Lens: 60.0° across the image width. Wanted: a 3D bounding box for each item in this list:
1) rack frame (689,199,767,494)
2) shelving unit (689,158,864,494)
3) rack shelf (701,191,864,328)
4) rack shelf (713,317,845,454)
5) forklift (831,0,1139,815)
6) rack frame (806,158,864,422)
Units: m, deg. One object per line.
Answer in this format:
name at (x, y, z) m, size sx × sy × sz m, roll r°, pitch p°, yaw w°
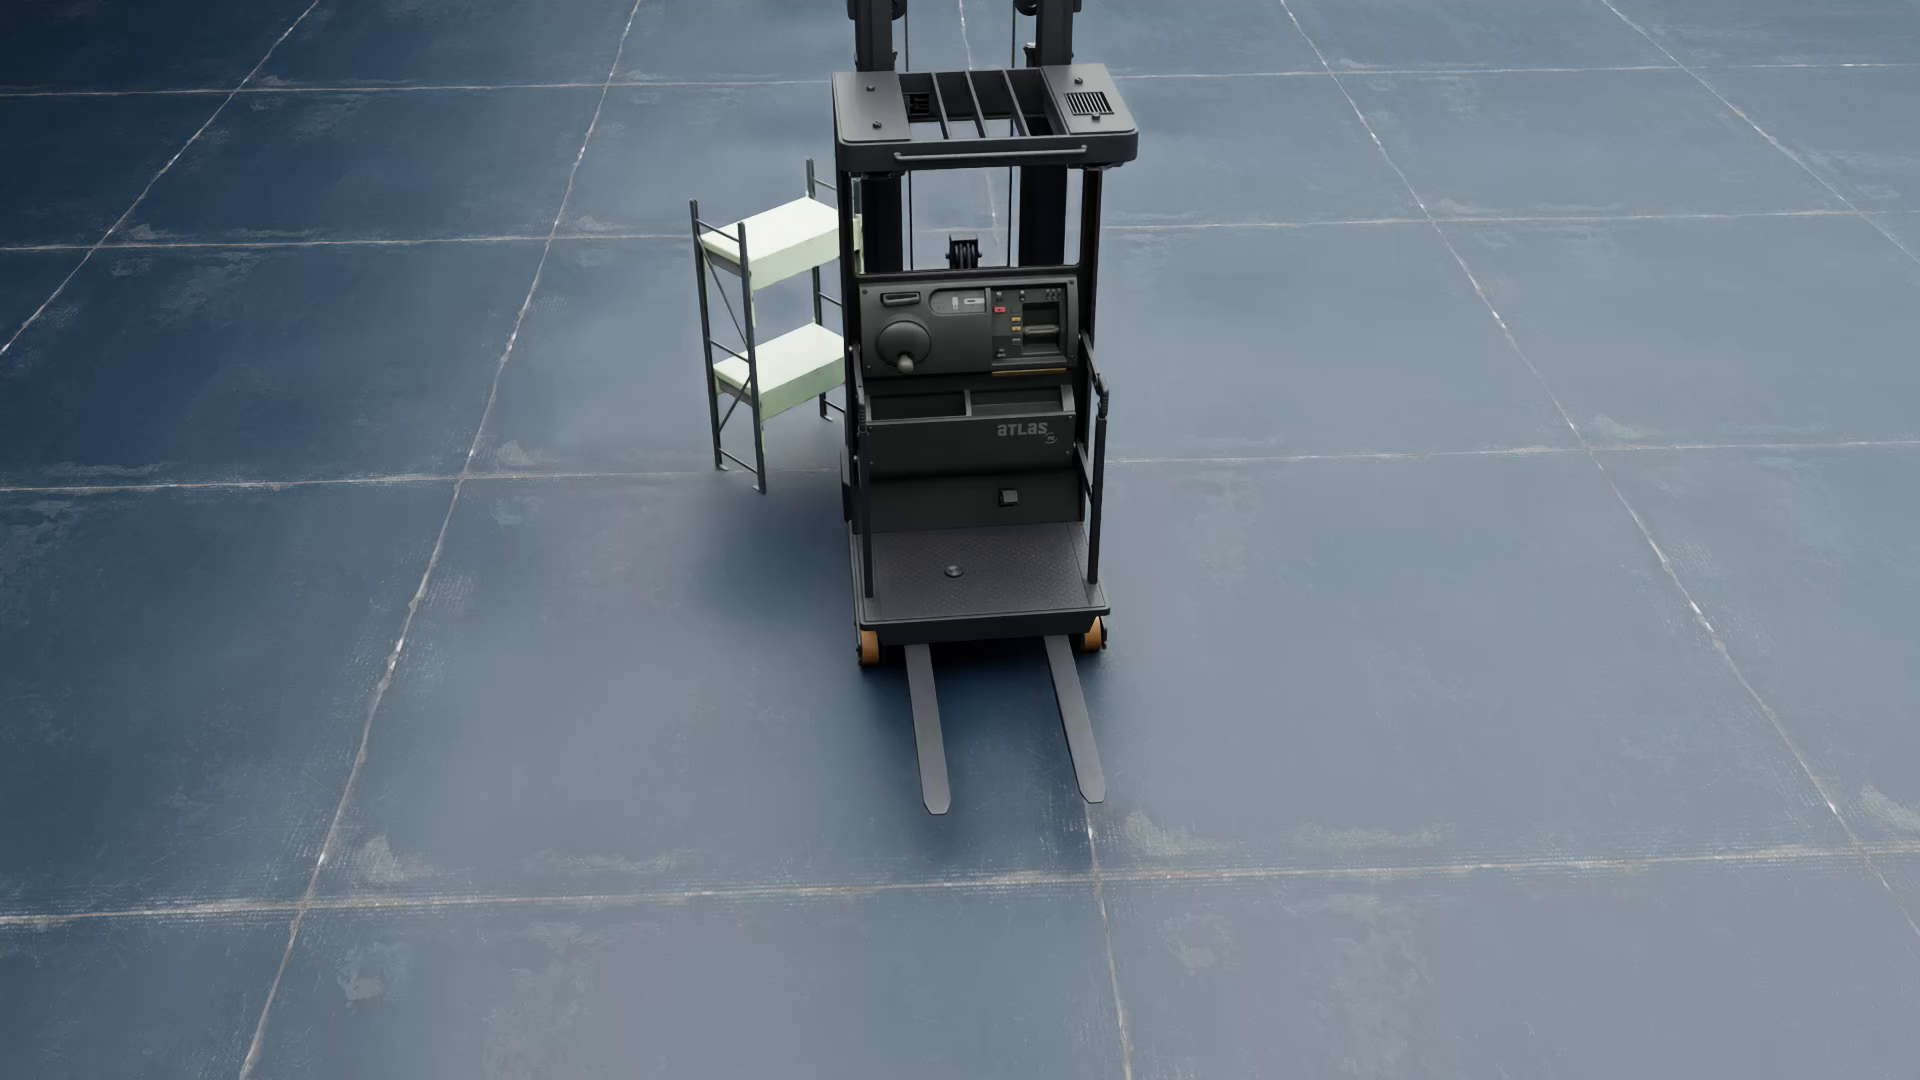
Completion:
rack frame at (-1.149, -0.938, 8.287) m, size 0.023 × 1.500 × 0.400 m, roll -29°, pitch 44°, yaw -35°
shelving unit at (-0.890, -1.084, 8.499) m, size 0.755 × 1.500 × 0.431 m, roll -29°, pitch 44°, yaw -35°
rack shelf at (-0.890, -1.405, 8.277) m, size 0.720 × 0.370 × 0.431 m, roll -29°, pitch 44°, yaw -35°
rack shelf at (-0.890, -0.816, 8.685) m, size 0.720 × 0.370 × 0.431 m, roll -29°, pitch 44°, yaw -35°
forklift at (0.065, -0.851, 6.904) m, size 1.130 × 2.935 × 3.031 m, roll -3°, pitch 35°, yaw -5°
rack frame at (-0.630, -1.231, 8.711) m, size 0.023 × 1.500 × 0.400 m, roll -29°, pitch 44°, yaw -35°
